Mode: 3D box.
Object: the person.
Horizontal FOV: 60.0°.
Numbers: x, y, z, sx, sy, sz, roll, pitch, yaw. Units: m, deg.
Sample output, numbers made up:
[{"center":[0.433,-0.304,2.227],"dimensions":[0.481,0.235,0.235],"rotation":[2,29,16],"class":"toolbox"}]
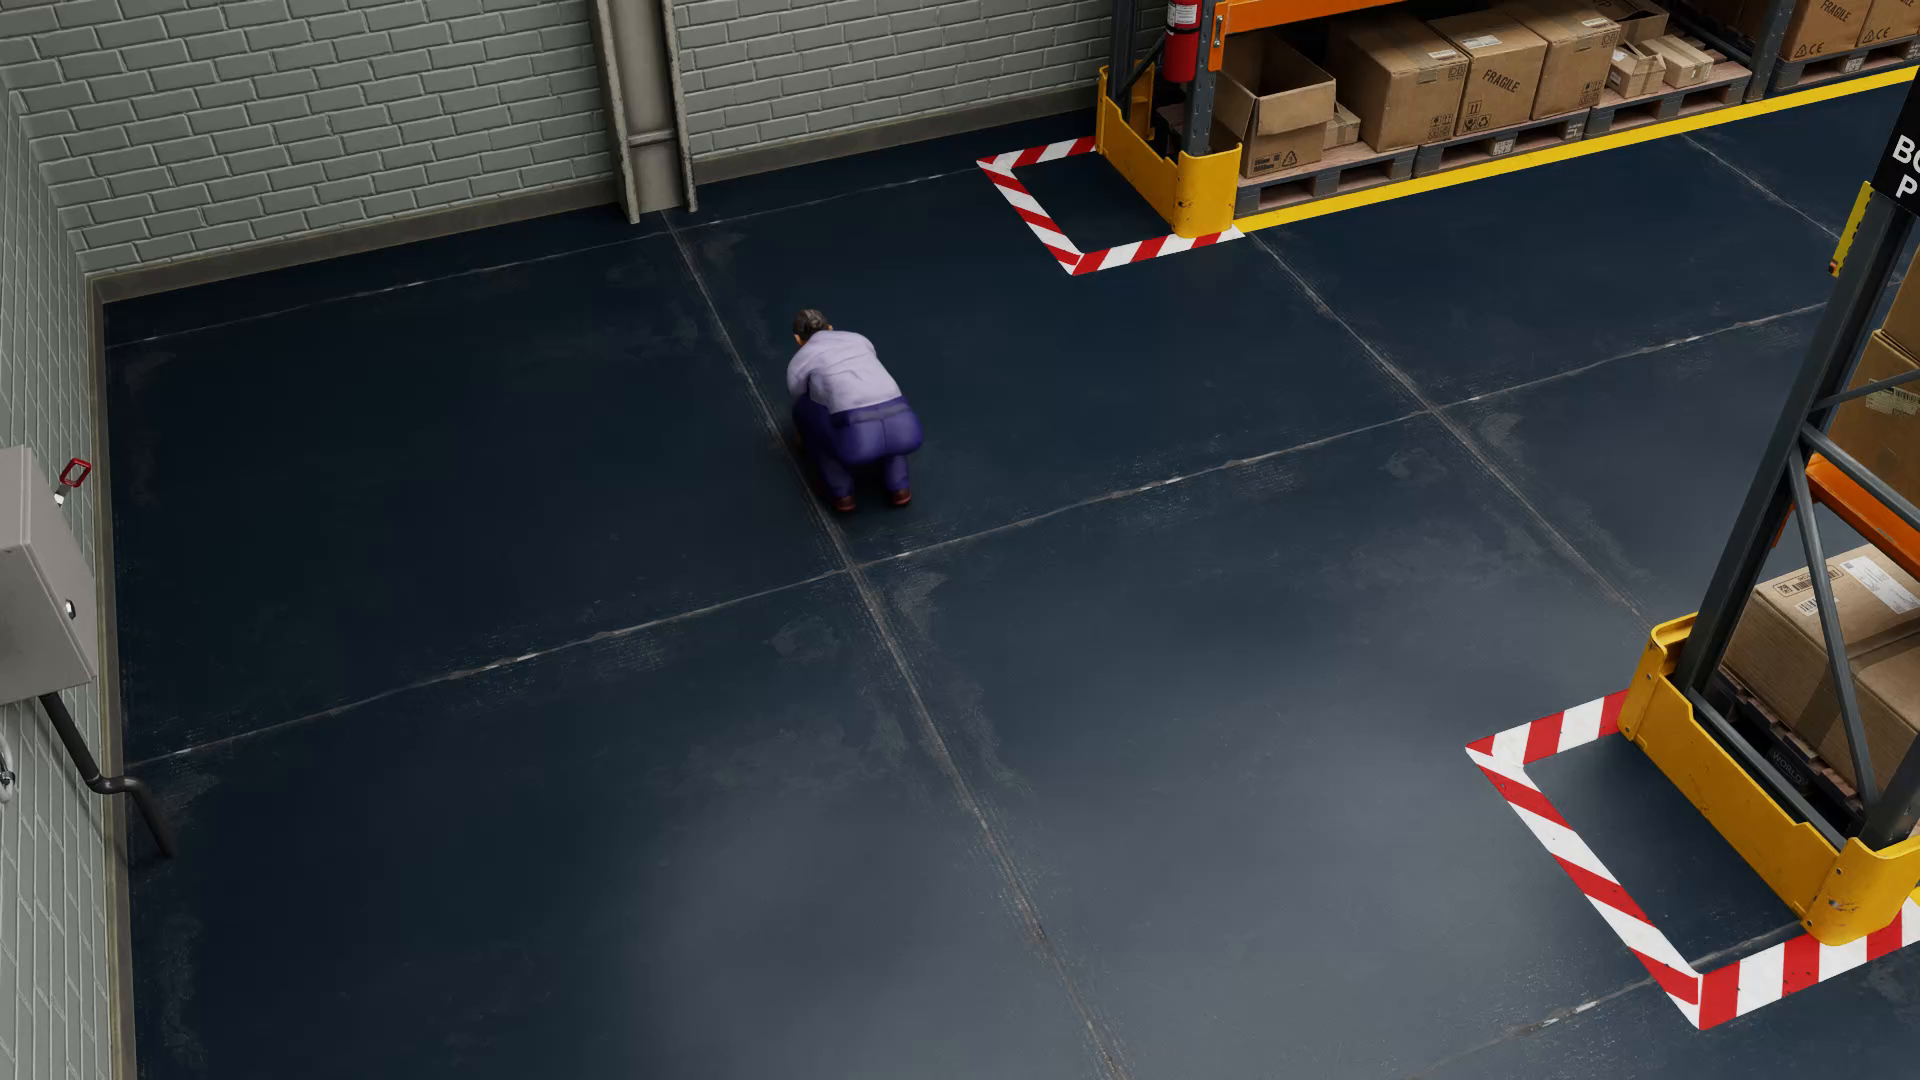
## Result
[{"center":[-0.496,-0.560,7.491],"dimensions":[0.495,0.746,0.888],"rotation":[-16,45,-17],"class":"person"}]
